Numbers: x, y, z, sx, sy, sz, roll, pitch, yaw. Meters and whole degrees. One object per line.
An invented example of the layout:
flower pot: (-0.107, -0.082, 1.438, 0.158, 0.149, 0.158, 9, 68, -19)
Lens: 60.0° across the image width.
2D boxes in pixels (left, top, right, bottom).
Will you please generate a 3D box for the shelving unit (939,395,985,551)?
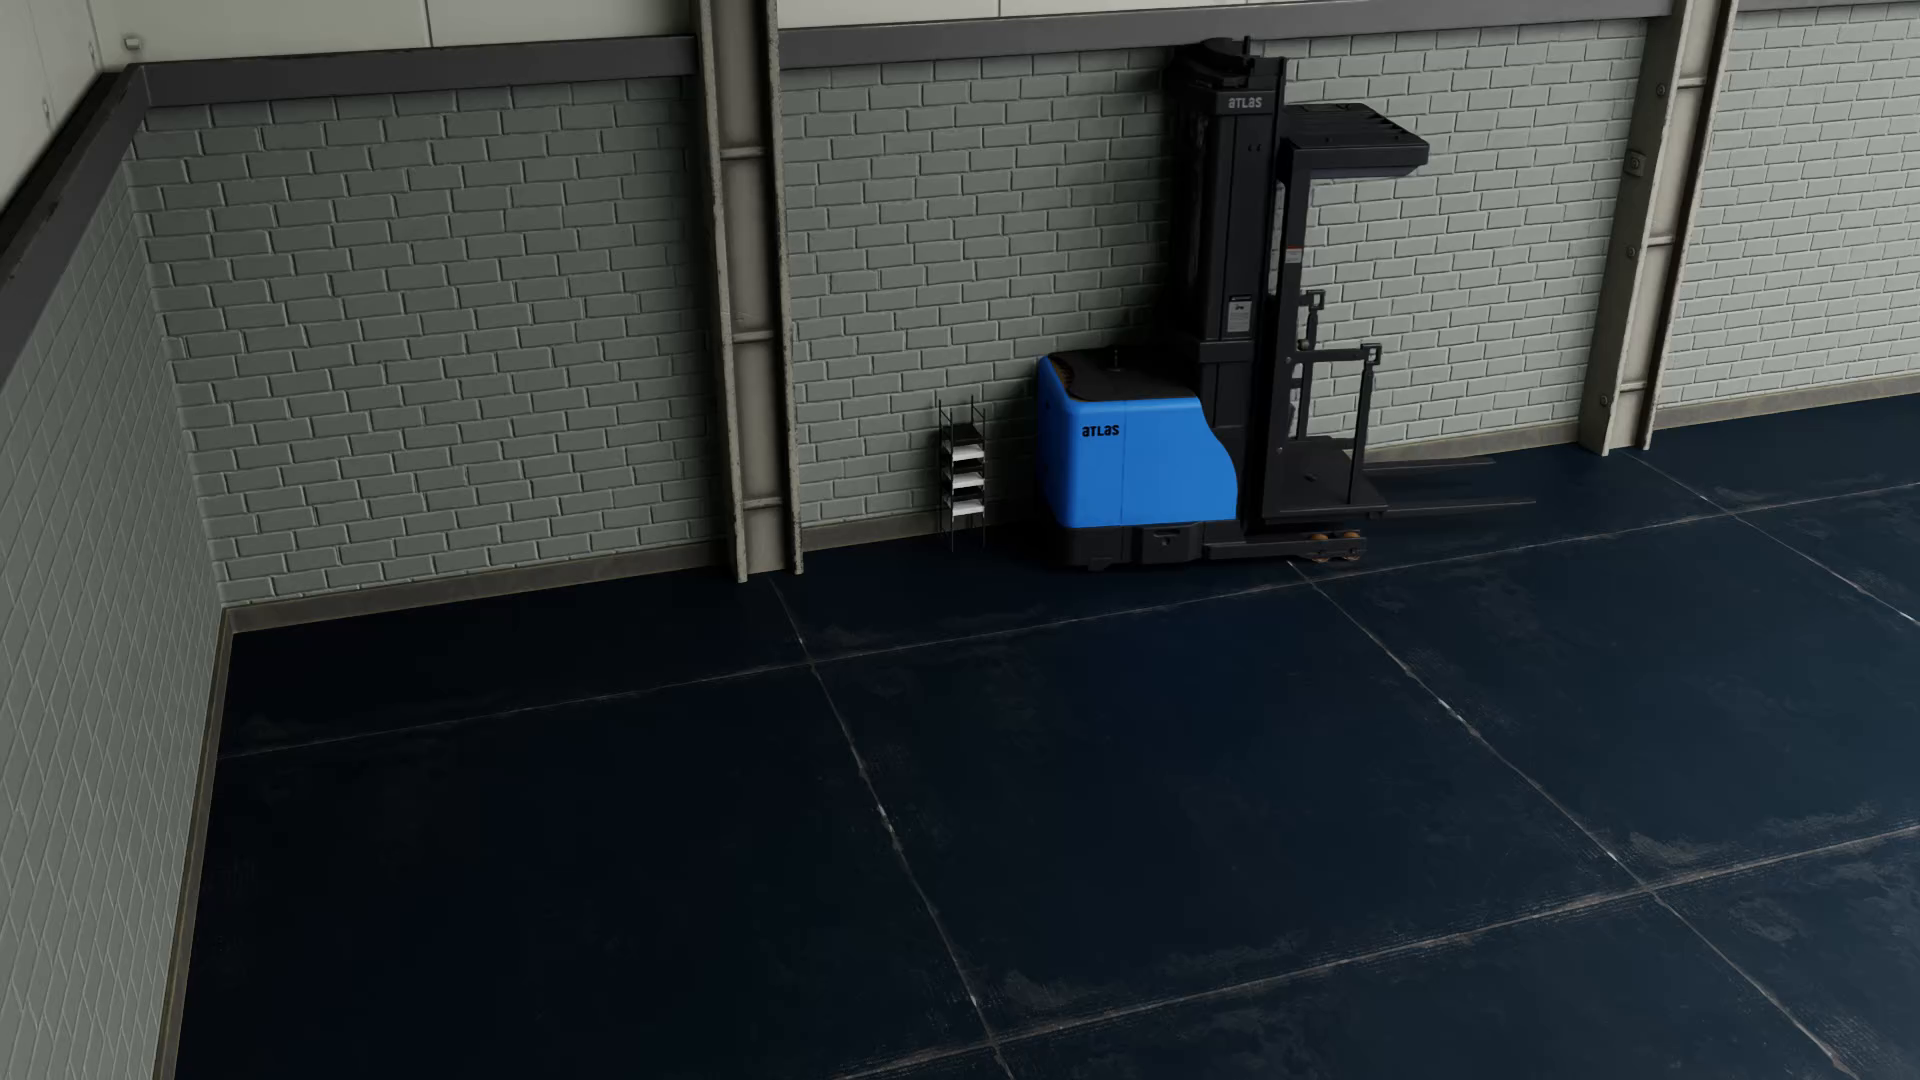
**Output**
shelving unit: (0.012, -0.401, 10.045, 0.210, 0.900, 0.258, -9, 28, -17)

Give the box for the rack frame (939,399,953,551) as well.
rack frame: (-0.084, -0.386, 10.016, 0.006, 0.900, 0.240, -9, 28, -17)

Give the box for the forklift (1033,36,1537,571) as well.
forklift: (2.006, -1.408, 9.790, 3.031, 2.935, 1.130, -3, 27, -7)

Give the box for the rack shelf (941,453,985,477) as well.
rack shelf: (0.012, -0.451, 10.020, 0.200, 0.077, 0.258, -9, 28, -17)

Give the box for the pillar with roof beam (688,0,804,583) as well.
pillar with roof beam: (0.171, -2.052, 4.263, 0.400, 9.000, 9.100, -8, 28, -16)

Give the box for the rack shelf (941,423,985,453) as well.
rack shelf: (0.012, -0.613, 9.940, 0.200, 0.077, 0.258, -9, 28, -17)

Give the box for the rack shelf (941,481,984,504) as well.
rack shelf: (0.012, -0.290, 10.100, 0.200, 0.077, 0.258, -9, 28, -17)

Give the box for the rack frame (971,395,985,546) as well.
rack frame: (0.108, -0.415, 10.074, 0.006, 0.900, 0.240, -9, 28, -17)

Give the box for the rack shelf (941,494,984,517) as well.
rack shelf: (0.012, -0.210, 10.140, 0.200, 0.077, 0.258, -9, 28, -17)

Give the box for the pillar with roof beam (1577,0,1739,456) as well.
pillar with roof beam: (5.876, -2.878, 5.928, 0.400, 9.000, 9.100, -8, 28, -16)

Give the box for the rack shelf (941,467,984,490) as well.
rack shelf: (0.012, -0.371, 10.060, 0.200, 0.077, 0.258, -9, 28, -17)

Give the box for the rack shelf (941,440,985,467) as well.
rack shelf: (0.012, -0.532, 9.980, 0.200, 0.077, 0.258, -9, 28, -17)
